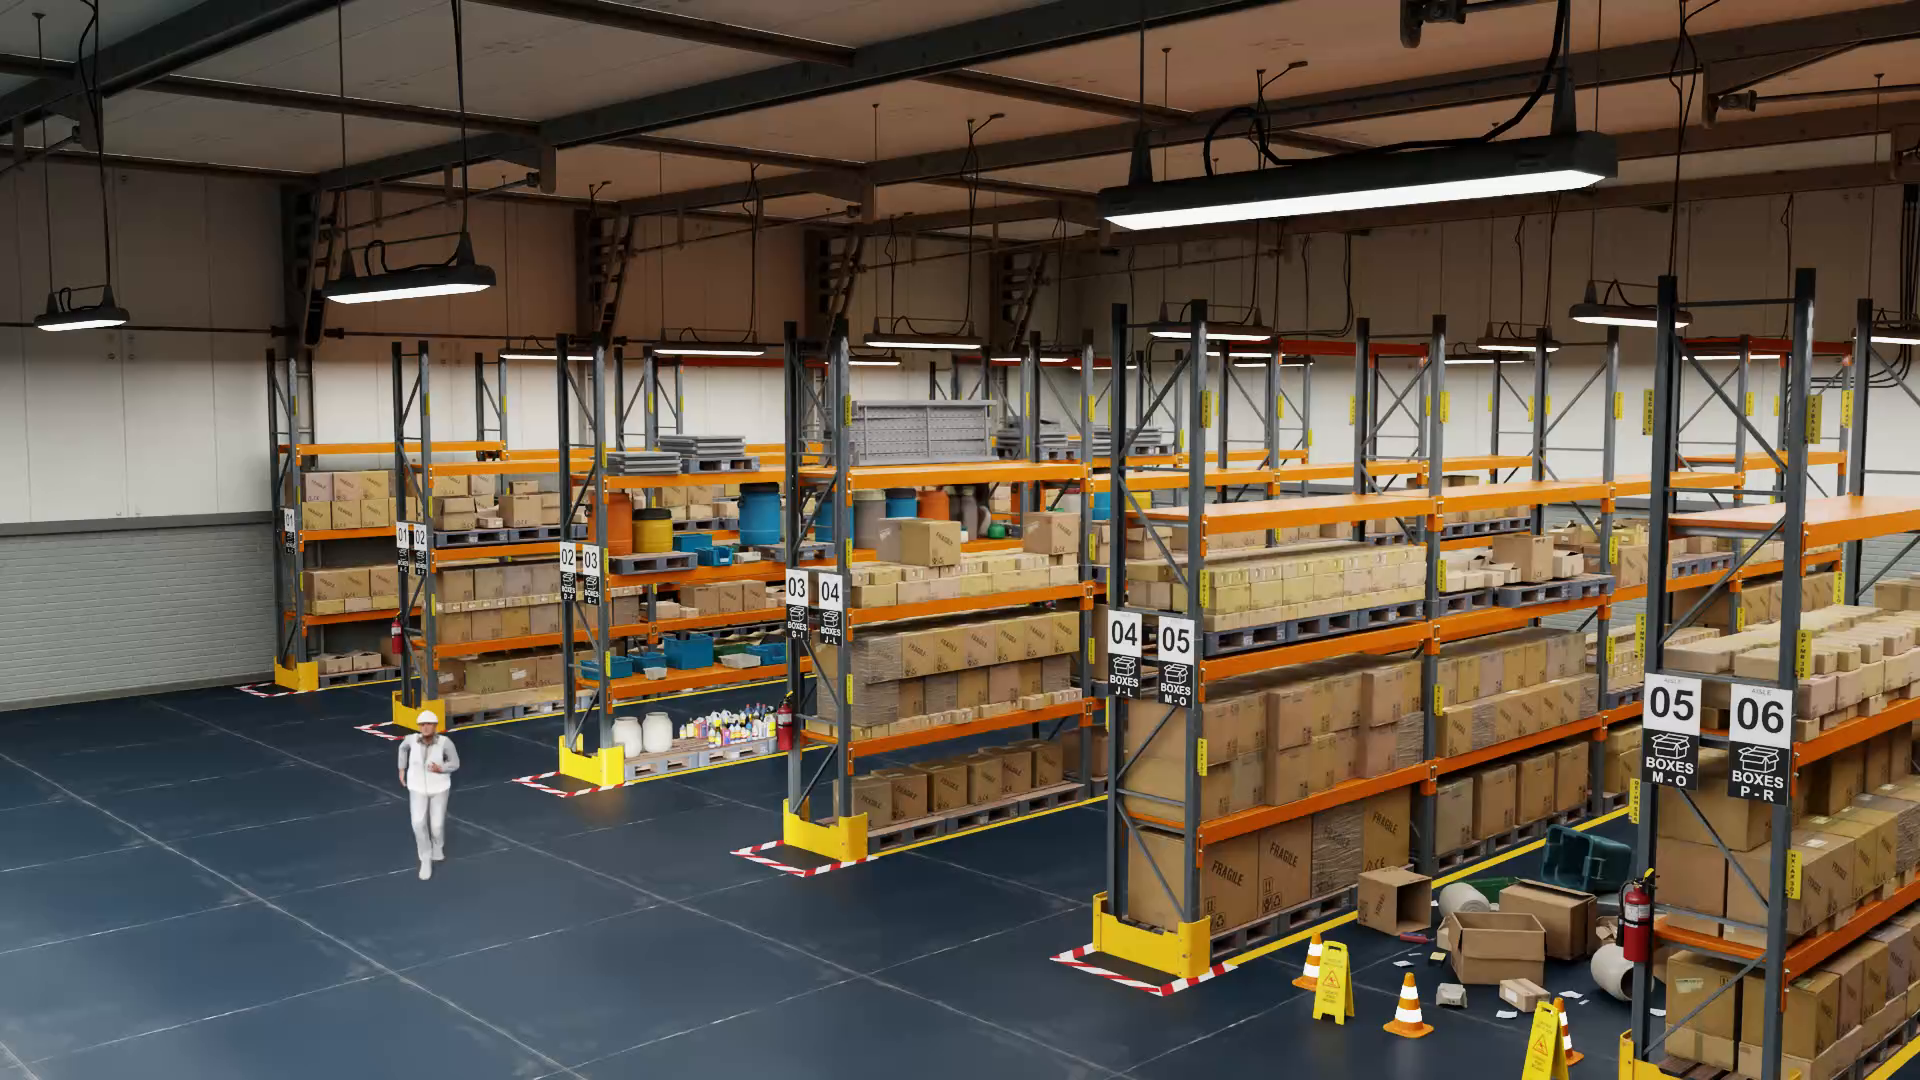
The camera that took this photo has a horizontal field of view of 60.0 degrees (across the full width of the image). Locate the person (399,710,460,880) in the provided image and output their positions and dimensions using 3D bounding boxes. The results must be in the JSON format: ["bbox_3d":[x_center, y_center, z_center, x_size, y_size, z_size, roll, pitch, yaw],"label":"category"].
[{"bbox_3d":[-5.763,2.728,18.079,0.679,1.815,0.852,-1,5,-9],"label":"person"}]
